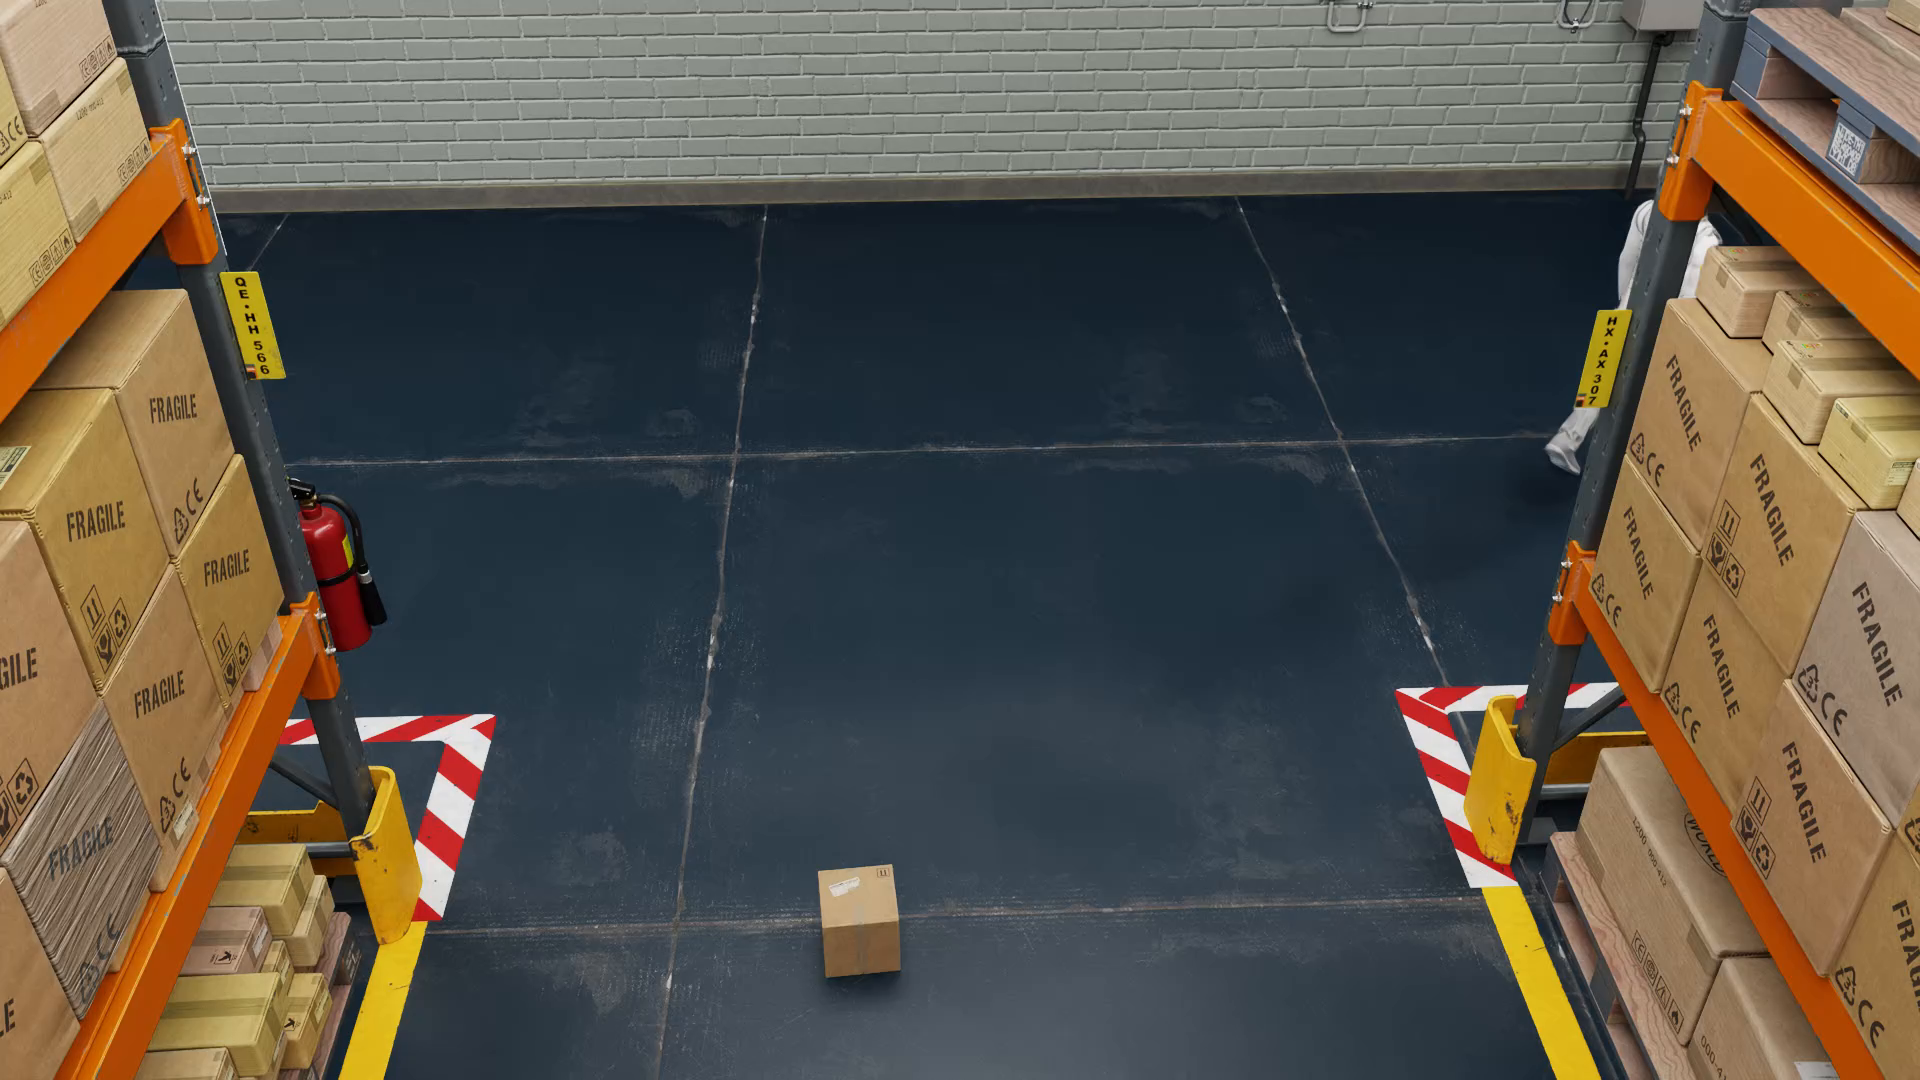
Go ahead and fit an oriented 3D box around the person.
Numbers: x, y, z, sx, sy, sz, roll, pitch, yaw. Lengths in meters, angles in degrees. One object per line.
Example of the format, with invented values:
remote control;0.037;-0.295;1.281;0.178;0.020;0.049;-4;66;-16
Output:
person;3.102;-0.987;7.488;0.814;1.661;0.491;-20;40;-26
